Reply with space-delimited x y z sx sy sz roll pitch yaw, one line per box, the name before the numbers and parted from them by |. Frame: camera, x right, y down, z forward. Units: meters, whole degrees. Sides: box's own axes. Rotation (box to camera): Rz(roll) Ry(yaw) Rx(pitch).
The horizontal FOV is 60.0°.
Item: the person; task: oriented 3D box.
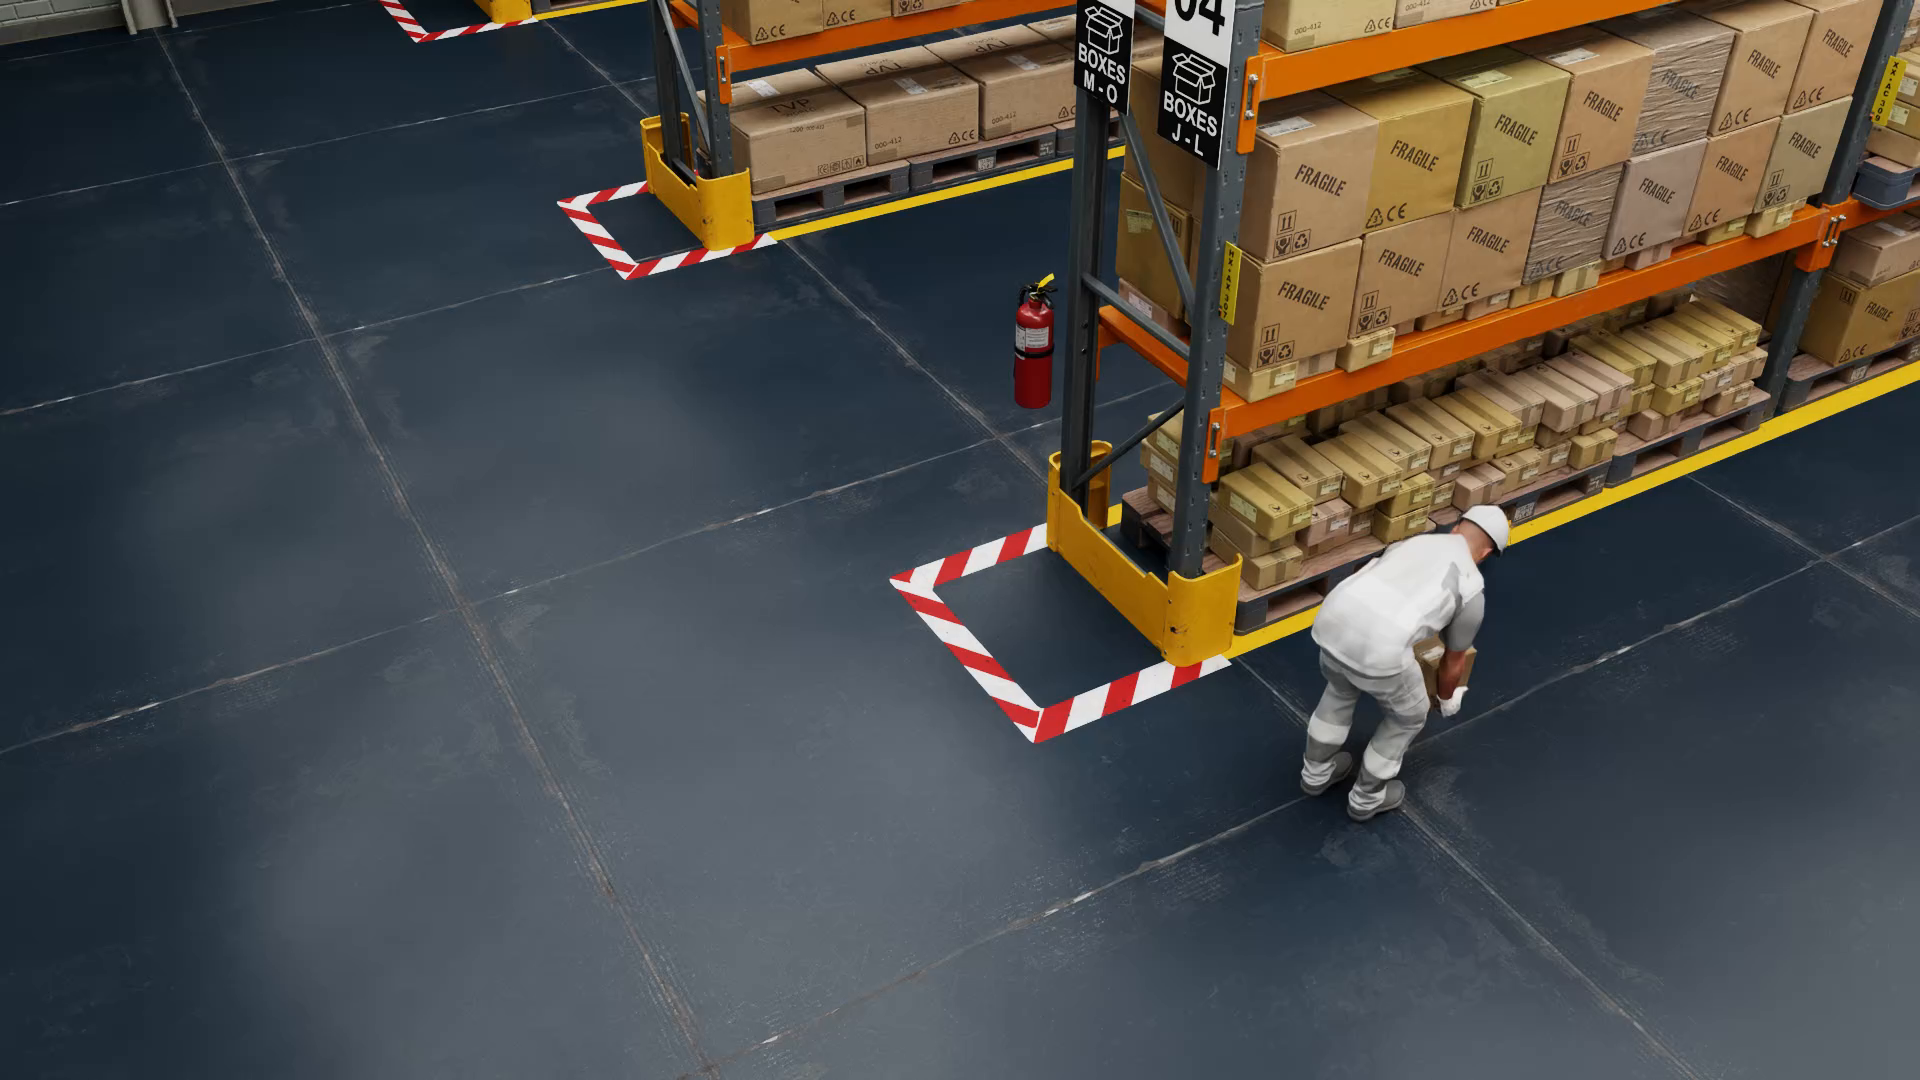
person | 1.793 0.497 6.713 0.949 1.218 0.488 -25 43 -30
